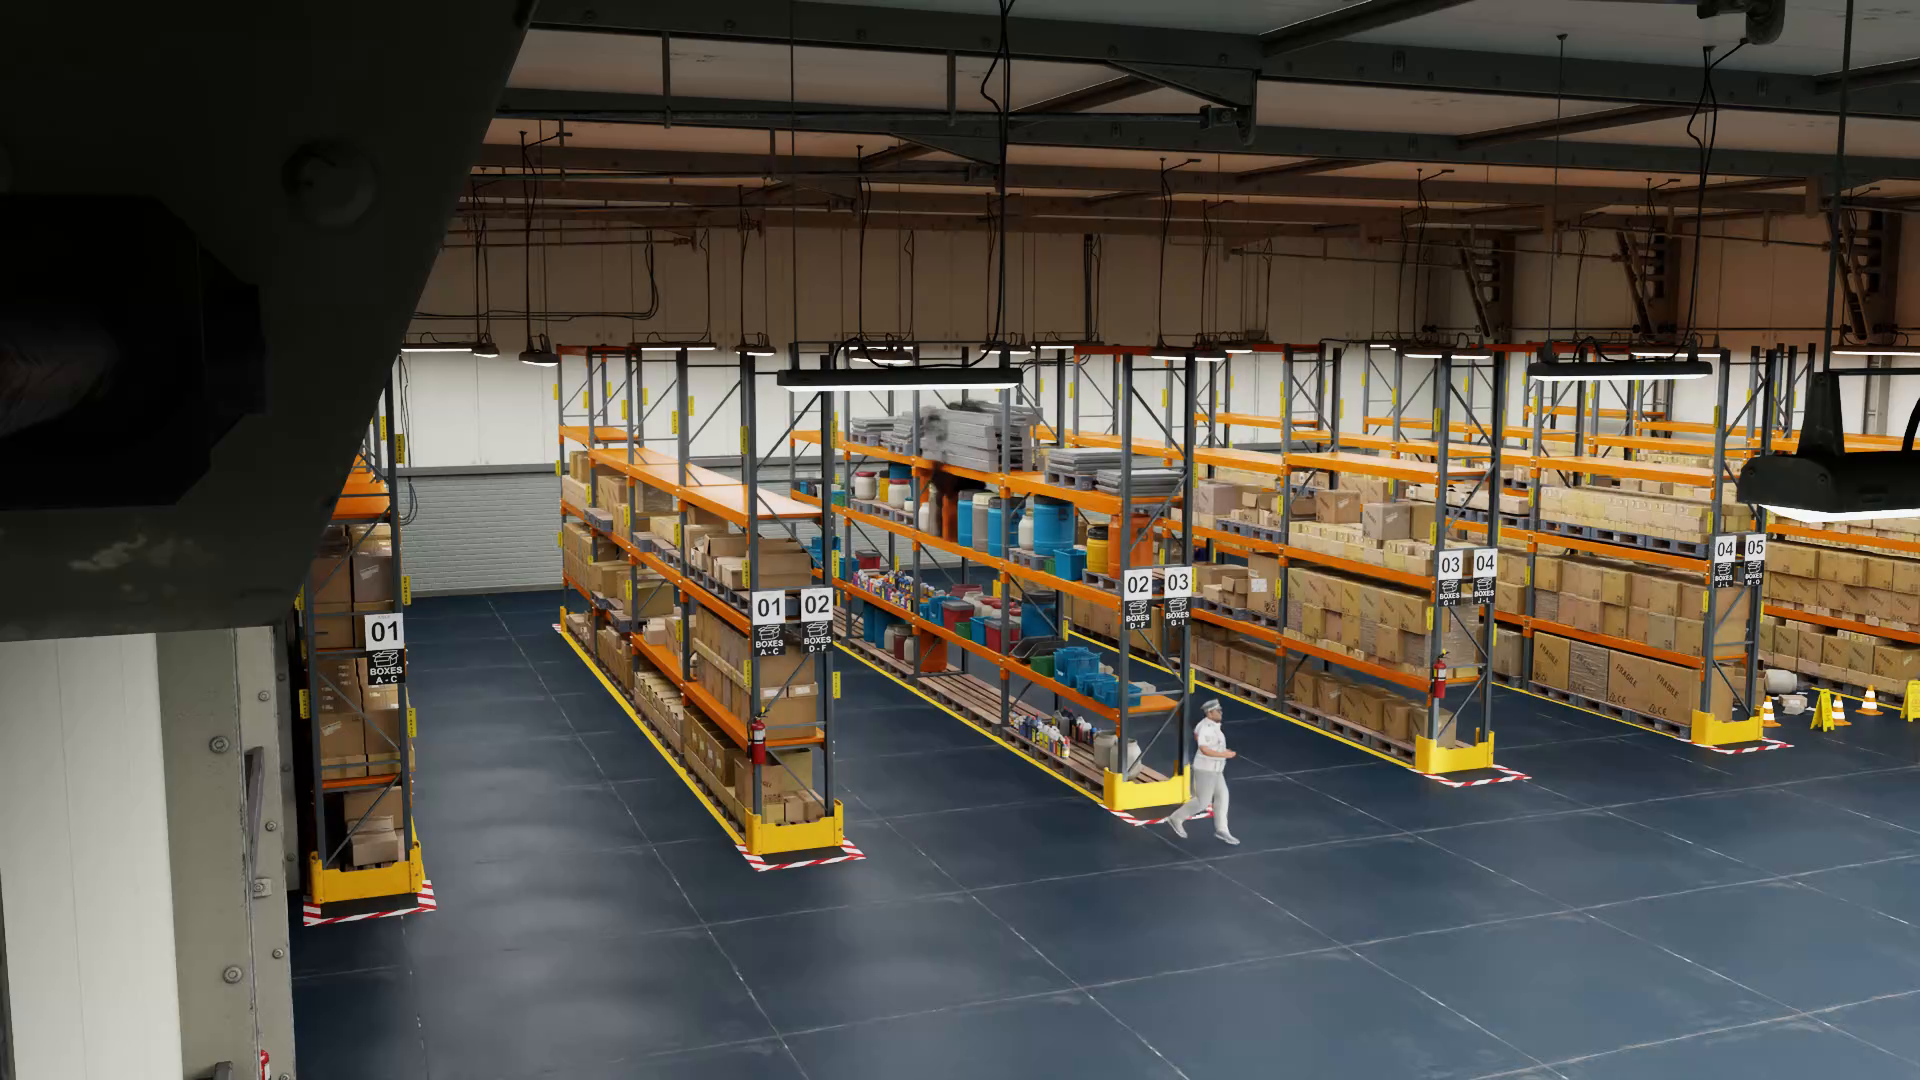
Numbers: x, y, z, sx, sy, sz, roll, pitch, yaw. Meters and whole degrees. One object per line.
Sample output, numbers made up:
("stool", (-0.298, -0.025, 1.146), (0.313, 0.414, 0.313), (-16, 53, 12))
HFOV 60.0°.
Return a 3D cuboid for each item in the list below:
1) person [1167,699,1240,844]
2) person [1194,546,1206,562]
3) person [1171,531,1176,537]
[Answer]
("person", (3.045, 2.847, 20.614), (0.896, 1.808, 0.673), (2, 8, 17))
("person", (5.919, 0.238, 41.804), (0.799, 1.635, 0.642), (4, 8, 26))
("person", (4.934, 0.631, 38.298), (0.693, 1.681, 0.754), (-1, 7, -11))
